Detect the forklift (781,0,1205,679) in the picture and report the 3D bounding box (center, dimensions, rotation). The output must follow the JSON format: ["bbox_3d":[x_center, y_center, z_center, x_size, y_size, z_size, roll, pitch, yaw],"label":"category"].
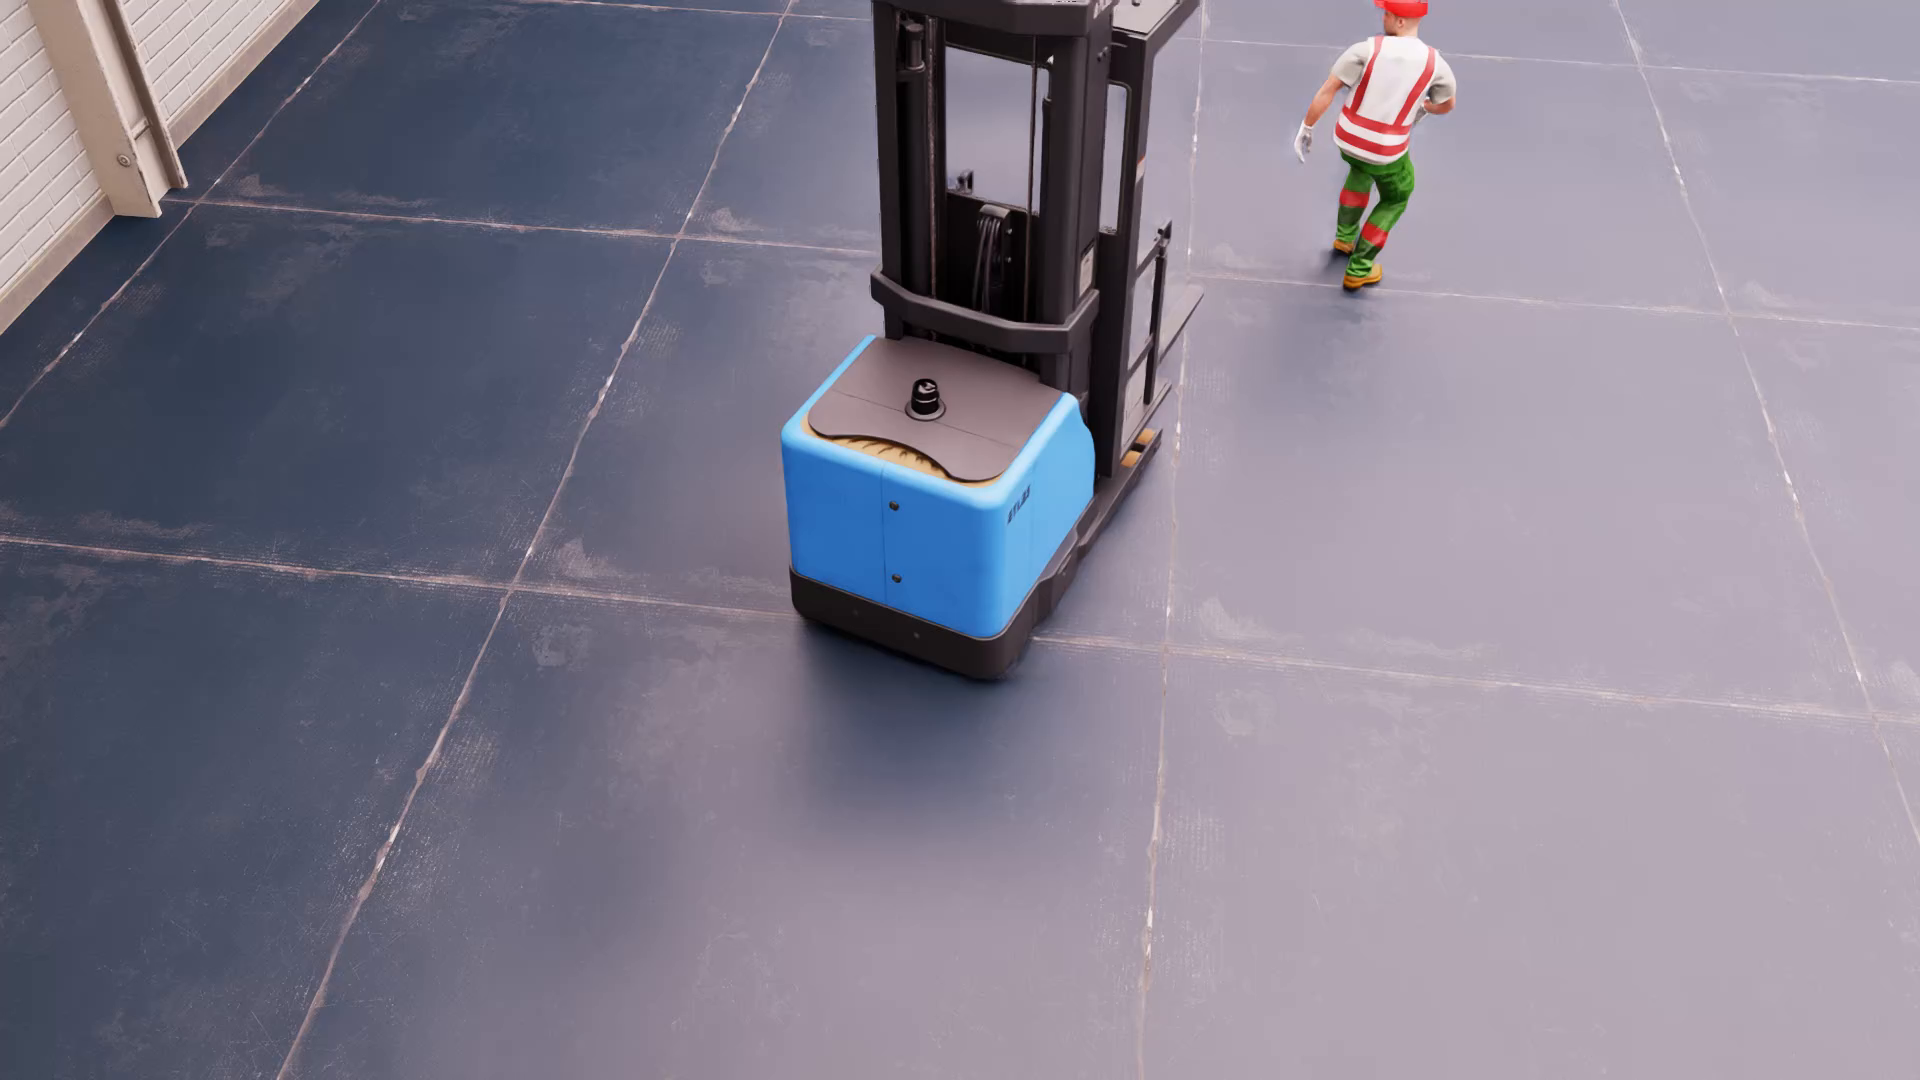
[{"bbox_3d":[0.357,-1.480,7.335,1.130,2.935,3.031,19,46,19],"label":"forklift"}]

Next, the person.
[{"bbox_3d":[2.250,-2.147,8.993,0.673,1.756,0.787,23,47,23],"label":"person"}]
